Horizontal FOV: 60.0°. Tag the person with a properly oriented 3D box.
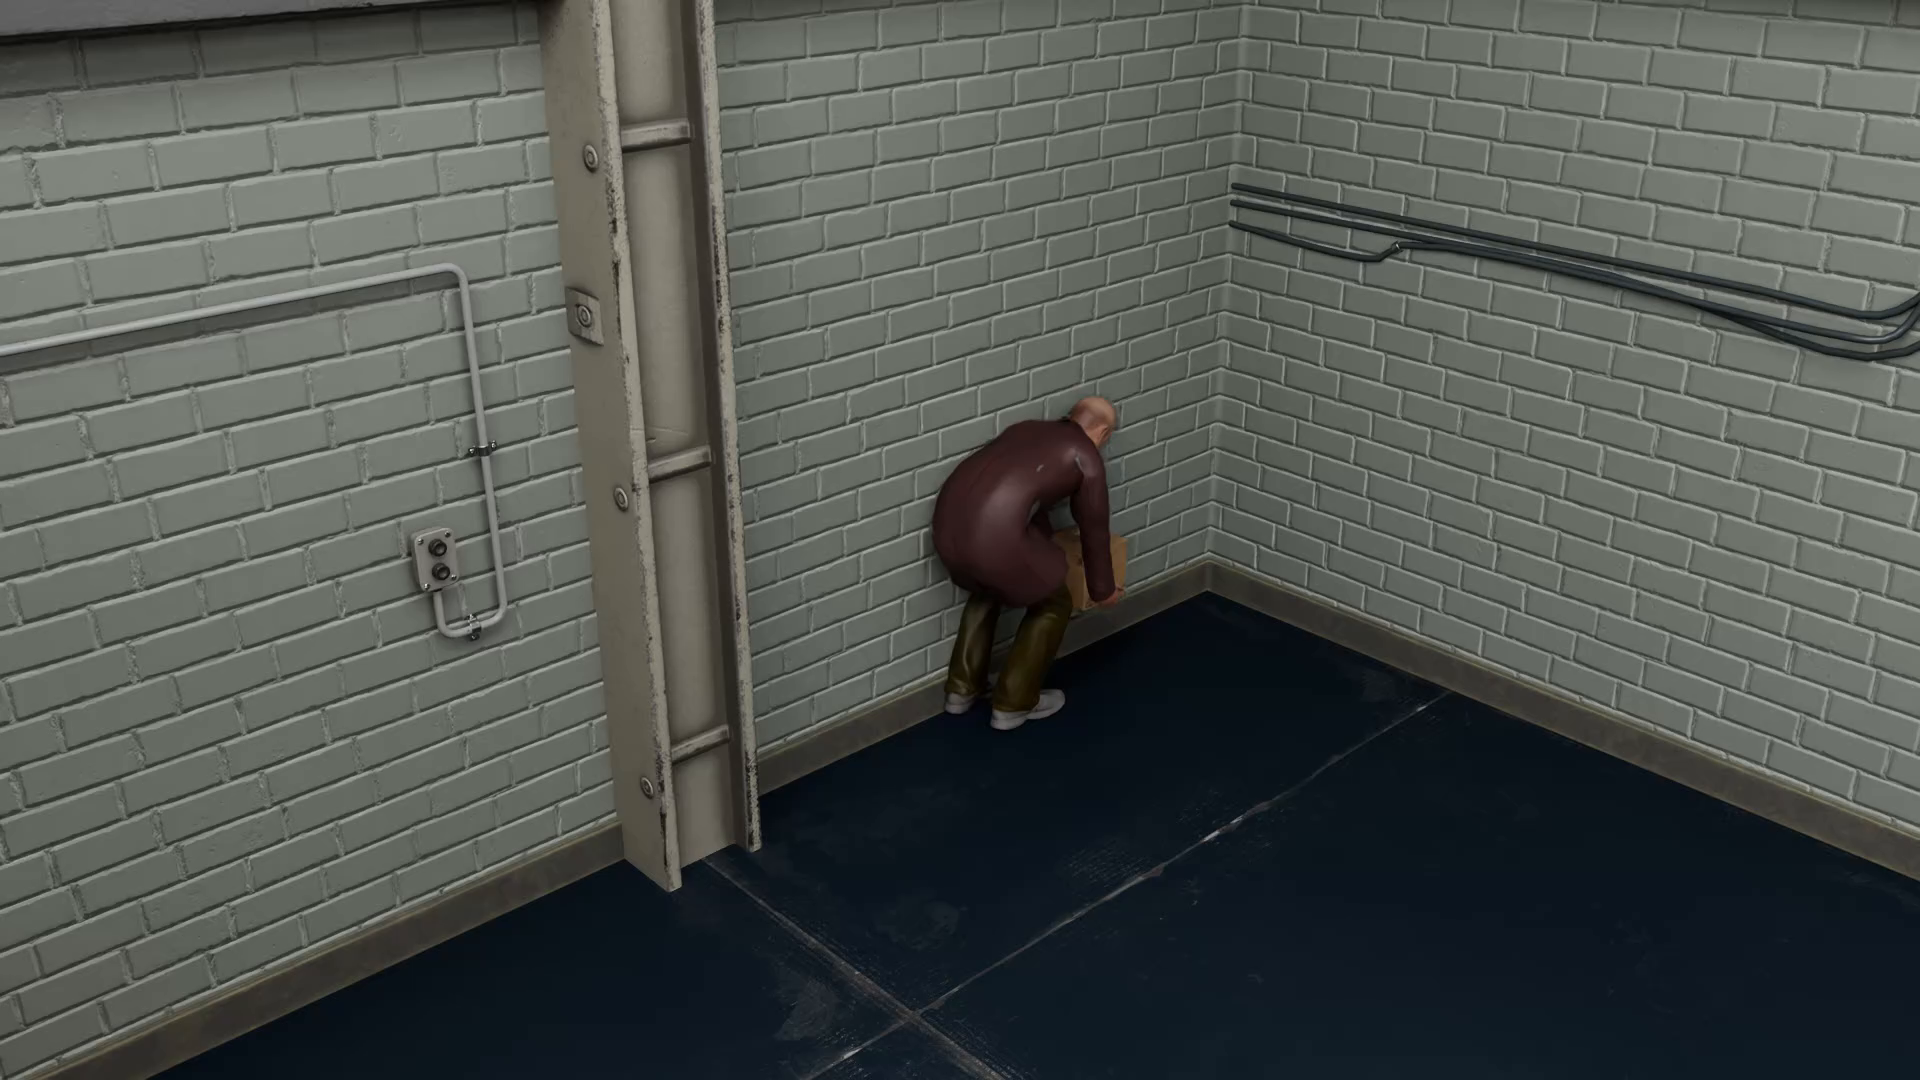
[{"bbox_3d":[0.290,0.109,6.640,0.574,1.157,0.928,22,32,40],"label":"person"}]
